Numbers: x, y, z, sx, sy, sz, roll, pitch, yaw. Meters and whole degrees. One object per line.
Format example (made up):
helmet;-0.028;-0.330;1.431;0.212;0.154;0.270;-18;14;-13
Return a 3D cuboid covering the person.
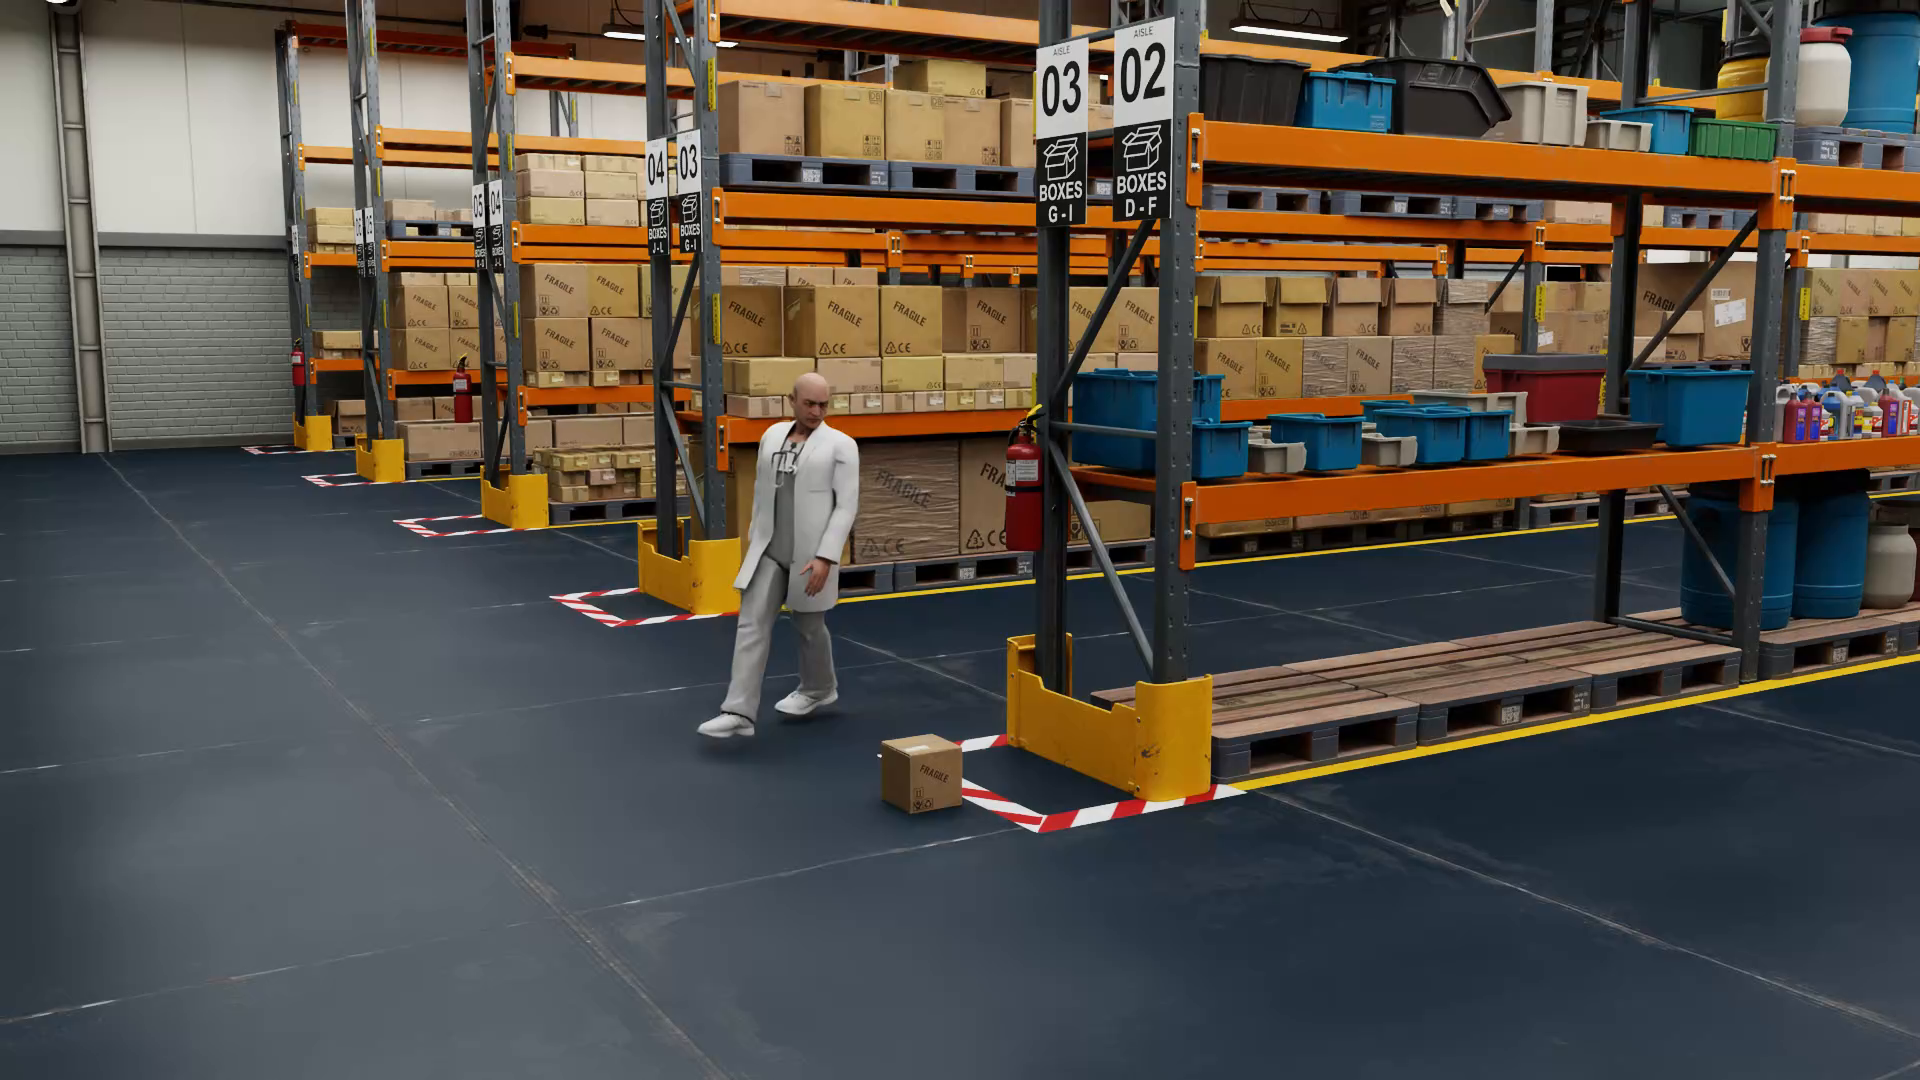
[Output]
person;-0.801;0.066;7.886;0.641;1.711;1.059;3;8;19
